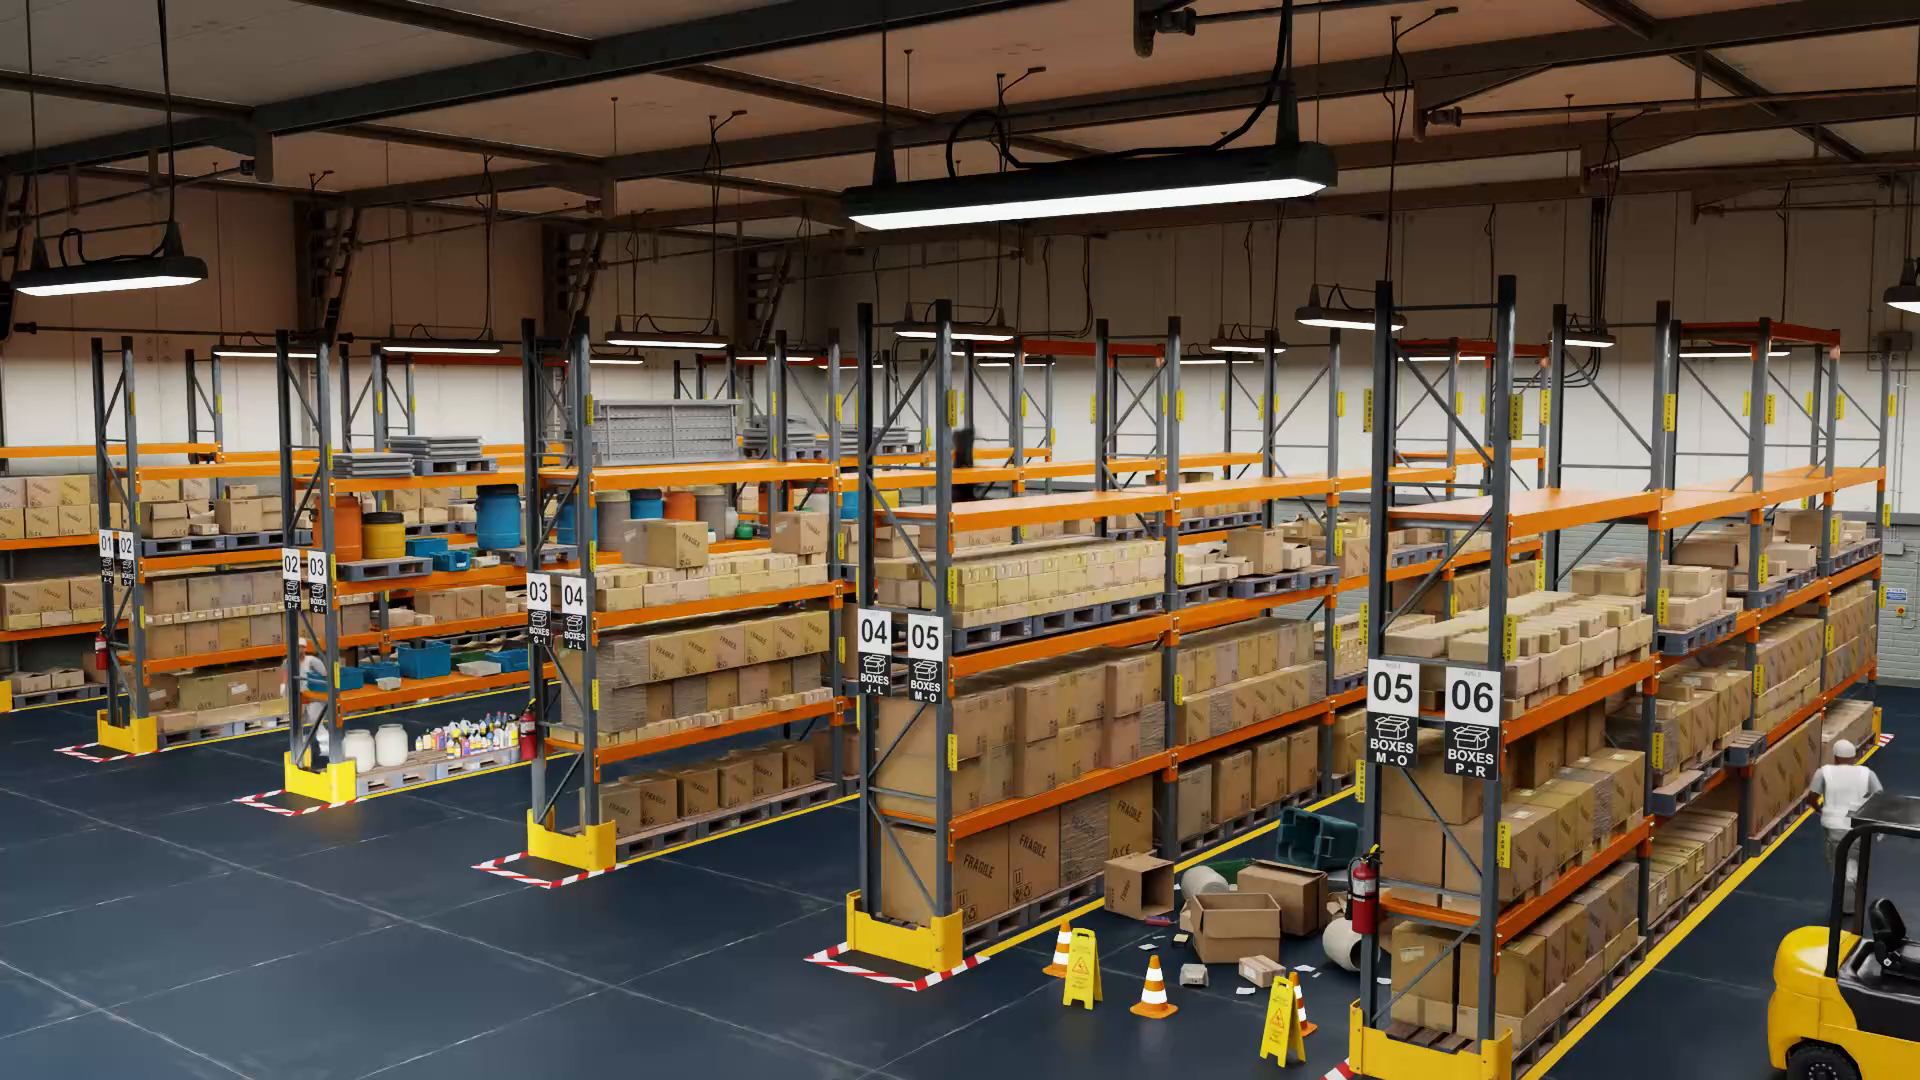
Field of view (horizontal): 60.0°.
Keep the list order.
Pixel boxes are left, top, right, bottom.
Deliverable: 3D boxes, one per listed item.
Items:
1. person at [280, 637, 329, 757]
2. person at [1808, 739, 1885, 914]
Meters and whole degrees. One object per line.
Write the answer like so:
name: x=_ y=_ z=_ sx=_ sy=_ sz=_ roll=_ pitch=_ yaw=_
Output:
person: x=-9.205 y=2.267 z=23.293 sx=0.774 sy=1.844 sz=0.702 roll=0 pitch=5 yaw=5
person: x=8.839 y=2.873 z=16.596 sx=0.688 sy=1.707 sz=0.698 roll=2 pitch=5 yaw=20
